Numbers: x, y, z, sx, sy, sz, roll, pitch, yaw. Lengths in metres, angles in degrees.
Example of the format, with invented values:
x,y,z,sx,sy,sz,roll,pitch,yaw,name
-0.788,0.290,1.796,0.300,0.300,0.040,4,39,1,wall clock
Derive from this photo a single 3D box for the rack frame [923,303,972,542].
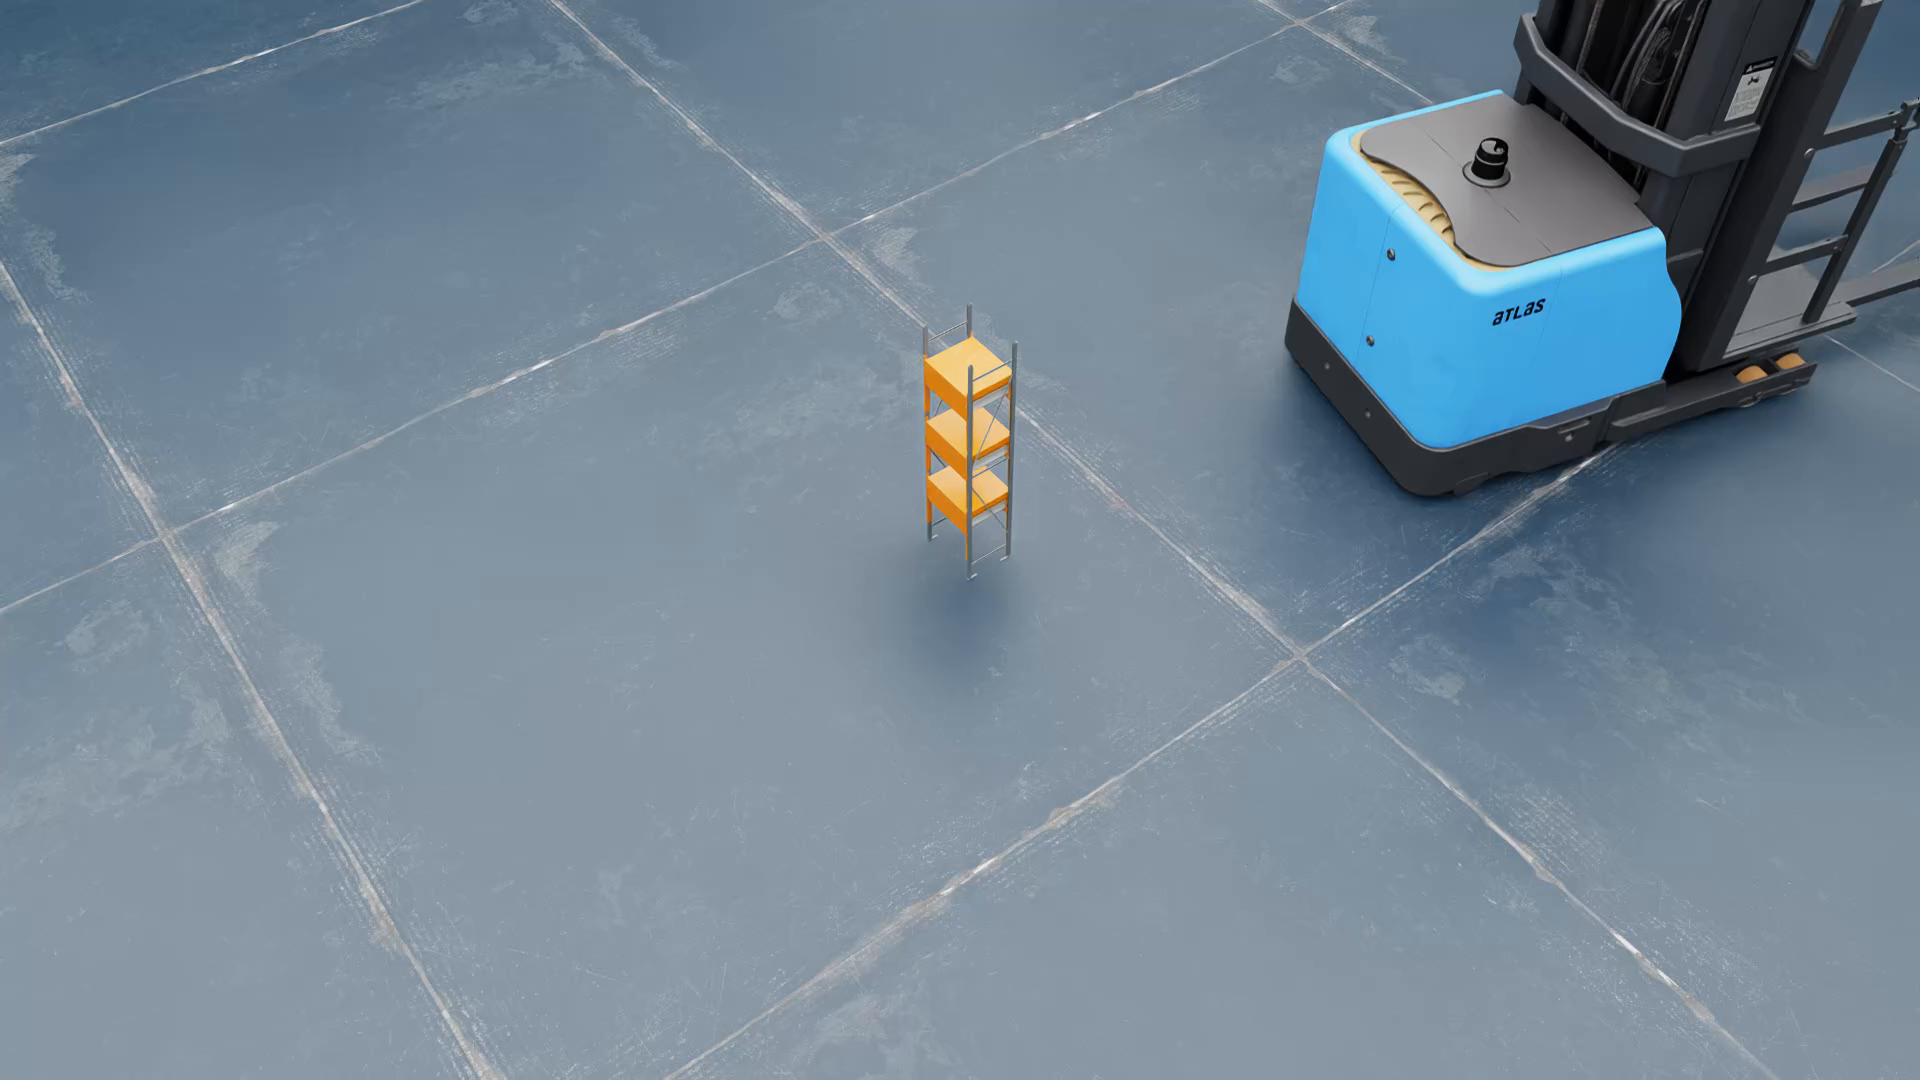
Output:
x,y,z,sx,sy,sz,roll,pitch,yaw,name
-0.041,-0.393,5.898,0.200,1.050,0.008,-29,54,-24,rack frame

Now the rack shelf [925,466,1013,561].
x,y,z,sx,sy,sz,roll,pitch,yaw,name
0.032,-0.127,6.046,0.215,0.259,0.240,-29,54,-24,rack shelf

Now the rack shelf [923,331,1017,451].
x,y,z,sx,sy,sz,roll,pitch,yaw,name
0.032,-0.505,5.630,0.215,0.259,0.240,-29,54,-24,rack shelf

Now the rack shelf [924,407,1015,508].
x,y,z,sx,sy,sz,roll,pitch,yaw,name
0.032,-0.314,5.840,0.215,0.259,0.240,-29,54,-24,rack shelf

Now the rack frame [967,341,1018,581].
x,y,z,sx,sy,sz,roll,pitch,yaw,name
0.106,-0.249,5.767,0.200,1.050,0.008,-29,54,-24,rack frame

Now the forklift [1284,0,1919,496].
x,y,z,sx,sy,sz,roll,pitch,yaw,name
2.912,-1.869,5.966,3.031,2.935,1.130,-17,50,-15,forklift

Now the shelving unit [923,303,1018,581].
x,y,z,sx,sy,sz,roll,pitch,yaw,name
0.032,-0.321,5.832,0.215,1.050,0.252,-29,54,-24,shelving unit
